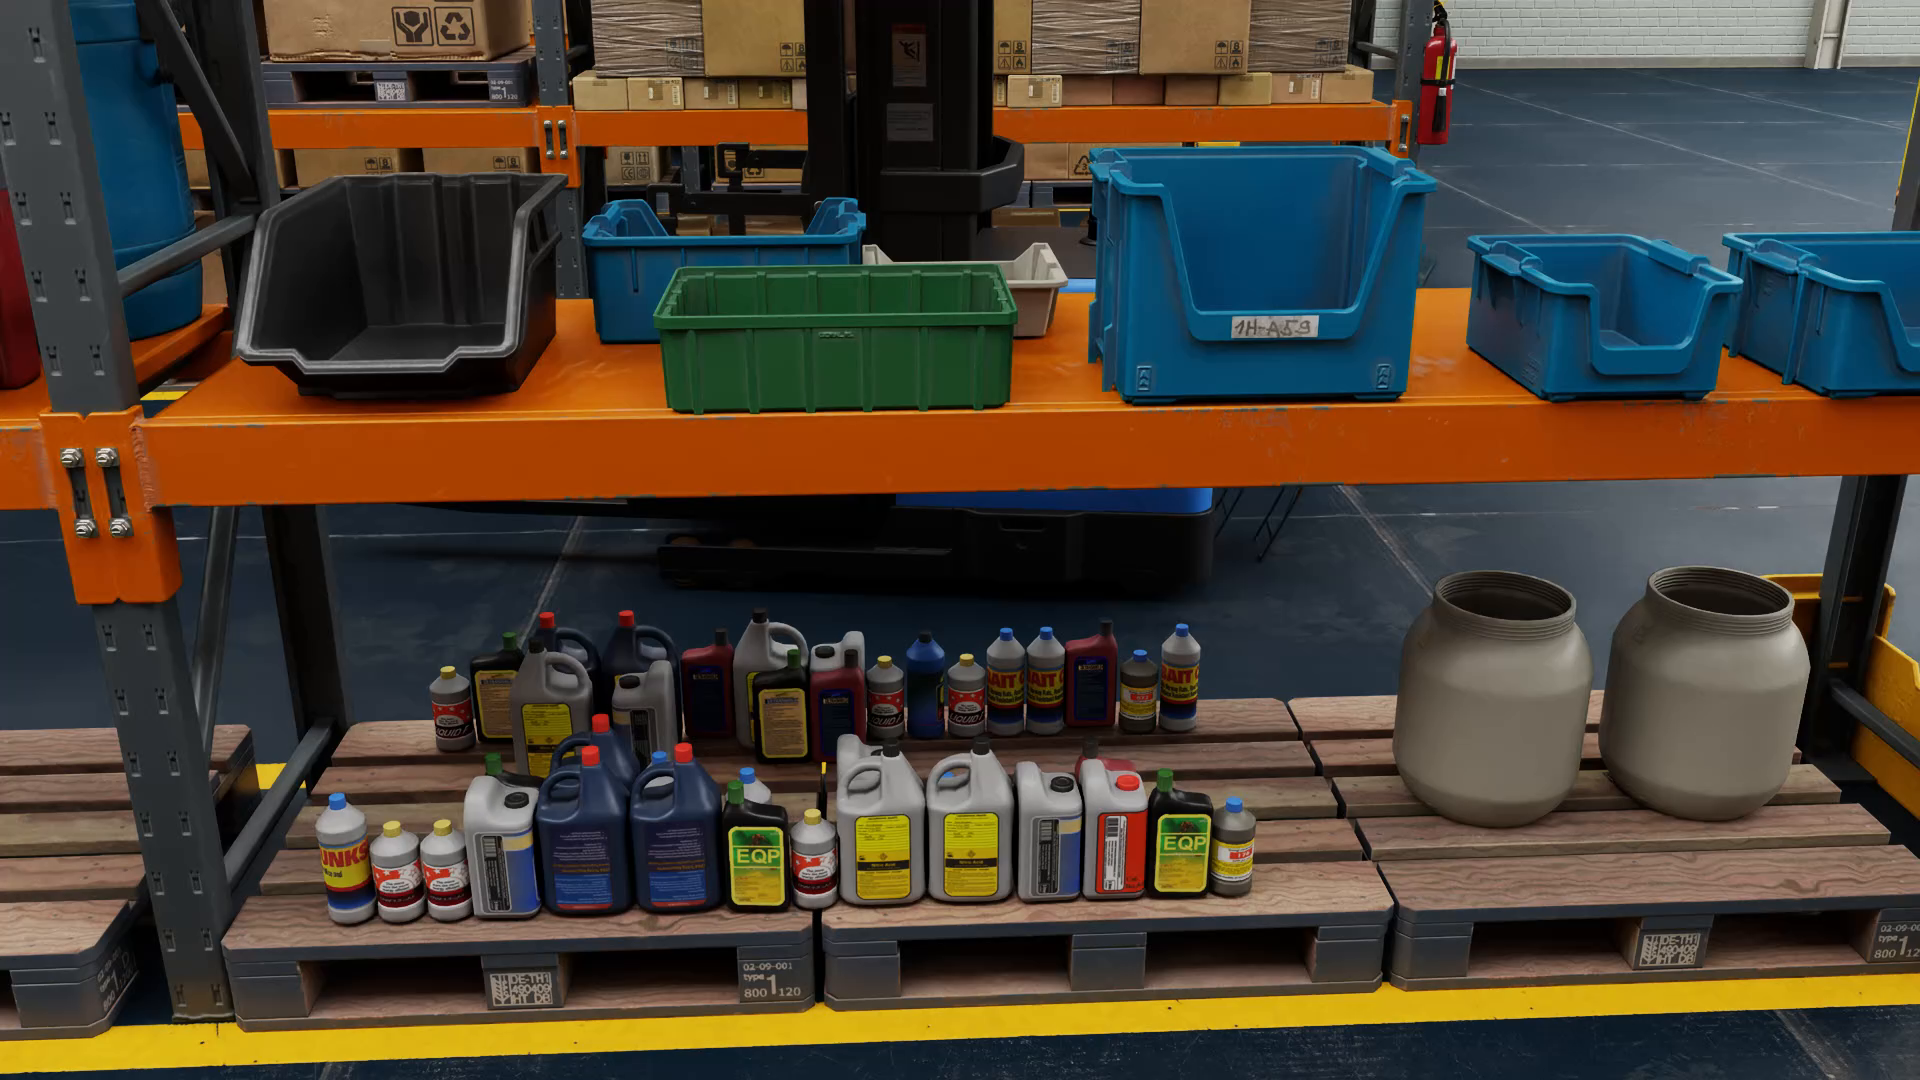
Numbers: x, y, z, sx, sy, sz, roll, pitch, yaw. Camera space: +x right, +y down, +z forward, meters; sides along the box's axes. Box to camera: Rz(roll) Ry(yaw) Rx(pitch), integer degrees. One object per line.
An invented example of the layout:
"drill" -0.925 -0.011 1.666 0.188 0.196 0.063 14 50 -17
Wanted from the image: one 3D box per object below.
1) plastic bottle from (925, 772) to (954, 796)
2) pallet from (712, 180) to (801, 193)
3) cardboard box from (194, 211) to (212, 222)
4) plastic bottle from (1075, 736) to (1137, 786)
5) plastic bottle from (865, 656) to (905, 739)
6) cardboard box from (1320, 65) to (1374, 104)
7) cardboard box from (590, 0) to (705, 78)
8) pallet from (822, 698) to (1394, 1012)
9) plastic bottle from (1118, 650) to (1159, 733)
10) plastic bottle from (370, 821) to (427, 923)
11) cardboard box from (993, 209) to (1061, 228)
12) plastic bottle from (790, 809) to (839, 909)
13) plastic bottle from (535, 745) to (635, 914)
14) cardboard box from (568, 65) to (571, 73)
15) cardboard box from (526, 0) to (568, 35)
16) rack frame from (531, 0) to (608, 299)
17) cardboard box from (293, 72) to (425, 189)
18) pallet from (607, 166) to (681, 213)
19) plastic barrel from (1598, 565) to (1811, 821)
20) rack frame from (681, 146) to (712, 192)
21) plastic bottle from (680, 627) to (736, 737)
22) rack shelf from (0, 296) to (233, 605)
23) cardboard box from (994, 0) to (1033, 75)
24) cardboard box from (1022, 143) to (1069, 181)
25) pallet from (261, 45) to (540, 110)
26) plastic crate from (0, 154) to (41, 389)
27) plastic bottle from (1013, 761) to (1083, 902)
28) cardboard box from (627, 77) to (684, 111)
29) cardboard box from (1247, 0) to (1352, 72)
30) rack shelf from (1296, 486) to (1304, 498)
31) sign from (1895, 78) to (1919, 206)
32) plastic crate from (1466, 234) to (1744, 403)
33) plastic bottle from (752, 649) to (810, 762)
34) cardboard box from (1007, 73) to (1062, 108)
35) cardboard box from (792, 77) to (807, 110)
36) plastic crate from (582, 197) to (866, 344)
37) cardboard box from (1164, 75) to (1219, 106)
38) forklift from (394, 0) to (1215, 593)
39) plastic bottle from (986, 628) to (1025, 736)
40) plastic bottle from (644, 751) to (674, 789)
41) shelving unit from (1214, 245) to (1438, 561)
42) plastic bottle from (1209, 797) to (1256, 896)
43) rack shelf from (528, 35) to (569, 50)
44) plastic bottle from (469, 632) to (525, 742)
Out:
"plastic bottle" -0.030 0.603 3.635 0.097 0.201 0.097 0 21 0
"pallet" -1.309 -2.779 13.125 1.213 0.211 1.003 -1 21 -3
"cardboard box" -4.098 -1.338 8.314 0.500 0.500 0.700 1 21 1
"plastic bottle" 0.317 0.562 3.629 0.133 0.283 0.061 -1 21 -3
"plastic bottle" -0.189 0.391 4.194 0.097 0.201 0.097 0 21 0
"cardboard box" 1.830 -2.216 8.078 0.250 0.149 0.380 -1 21 -3
"cardboard box" -1.438 -2.504 7.923 0.500 0.500 0.875 -1 21 -3
"pallet" 0.286 0.707 3.968 1.213 0.211 1.003 -1 21 -3
"plastic bottle" 0.454 0.378 4.228 0.097 0.201 0.097 0 21 0
"plastic bottle" -1.163 0.678 3.440 0.097 0.201 0.097 0 21 0
"cardboard box" 0.258 -1.403 8.514 0.500 0.500 0.500 1 21 2
"plastic bottle" -0.306 0.660 3.485 0.097 0.201 0.097 0 21 0
"plastic bottle" -0.778 0.592 3.455 0.185 0.351 0.144 -1 21 -2
"cardboard box" -4.391 -4.777 17.556 0.625 0.372 0.950 0 21 -1
"cardboard box" -3.083 -4.026 12.339 0.500 0.500 0.500 -1 21 -4
"rack frame" -1.891 -2.331 8.028 0.127 3.000 1.000 -1 21 -3
"cardboard box" -4.581 -3.158 12.772 0.750 0.750 1.050 -1 21 -2
"pallet" -2.839 -2.749 13.046 1.213 0.211 1.003 -1 21 -3
"plastic barrel" 1.733 0.354 3.881 0.421 0.512 0.421 0 21 0
"rack frame" -2.073 -4.095 12.661 0.127 3.000 1.000 -1 21 -3
"plastic bottle" -0.630 0.355 4.173 0.133 0.283 0.061 0 21 1
"rack shelf" -3.605 -0.195 3.428 4.000 0.370 1.077 -1 21 -3
"cardboard box" 0.058 -2.543 8.026 0.500 0.500 0.875 -1 21 -3
"cardboard box" 0.369 -3.324 13.031 0.875 0.875 0.875 -1 21 -4
"pallet" -2.662 -2.278 8.157 1.213 0.211 1.003 -1 21 -3
"plastic crate" -2.074 -0.483 3.084 0.583 0.464 0.402 -1 21 -3
"plastic bottle" 0.185 0.606 3.524 0.135 0.276 0.152 -2 21 -5
"cardboard box" -1.408 -2.112 7.805 0.250 0.149 0.380 -1 21 -3
"cardboard box" 1.552 -2.597 8.167 0.500 0.500 0.875 -1 21 -3
"rack shelf" 1.131 -0.270 5.912 0.180 0.103 0.258 25 21 -5
"sign" 2.359 -0.978 4.084 0.005 0.325 0.100 -1 21 -3
"plastic crate" 1.254 -0.456 3.311 0.408 0.251 0.499 -1 21 -3
"plastic bottle" -0.436 0.402 4.048 0.133 0.283 0.061 -1 21 -3
"cardboard box" 0.339 -2.148 7.900 0.250 0.149 0.380 -1 21 -3
"cardboard box" -0.659 -2.125 7.841 0.250 0.149 0.380 -1 21 -3
"plastic crate" -0.518 -0.621 3.745 0.616 0.251 0.499 -1 21 -3
"cardboard box" 1.083 -2.188 8.005 0.250 0.149 0.380 -1 21 -3
"forklift" -0.621 -1.389 5.651 3.031 2.935 1.130 2 21 5
"plastic bottle" 0.116 0.352 4.198 0.097 0.271 0.097 0 21 0
"plastic bottle" -0.640 0.583 3.590 0.097 0.271 0.097 0 21 0
"shelving unit" 1.252 -0.508 5.812 0.189 1.200 0.258 25 21 -5
"plastic bottle" 0.577 0.642 3.533 0.097 0.201 0.097 0 21 0
"rack shelf" -4.070 -3.718 12.682 4.000 0.370 1.077 -1 21 -3
"plastic bottle" -1.146 0.365 4.145 0.133 0.283 0.061 0 21 0
